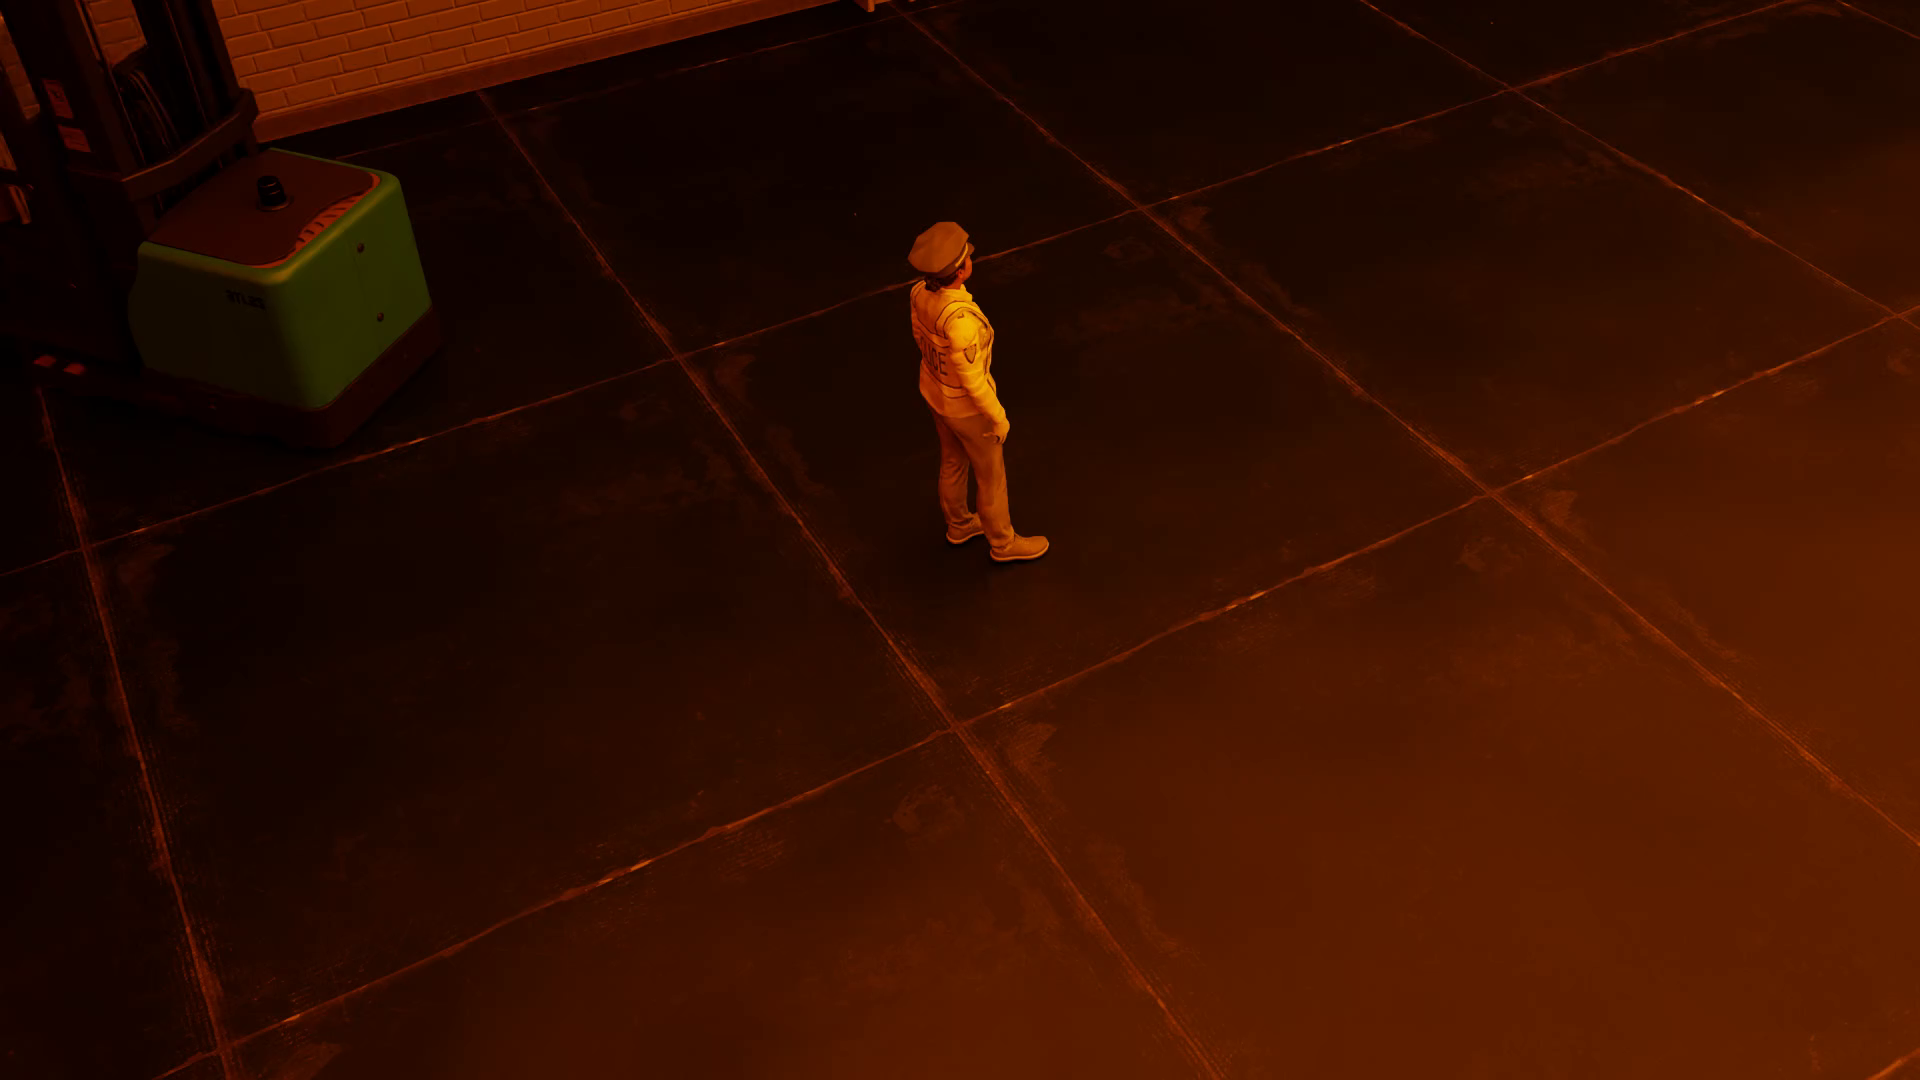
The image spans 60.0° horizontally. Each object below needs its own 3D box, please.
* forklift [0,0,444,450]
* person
[{"bbox_3d":[-4.329,-2.148,8.014,3.031,2.935,1.130,14,45,15],"label":"forklift"},{"bbox_3d":[0.063,-0.646,7.293,0.531,1.695,0.587,-21,47,-21],"label":"person"}]
